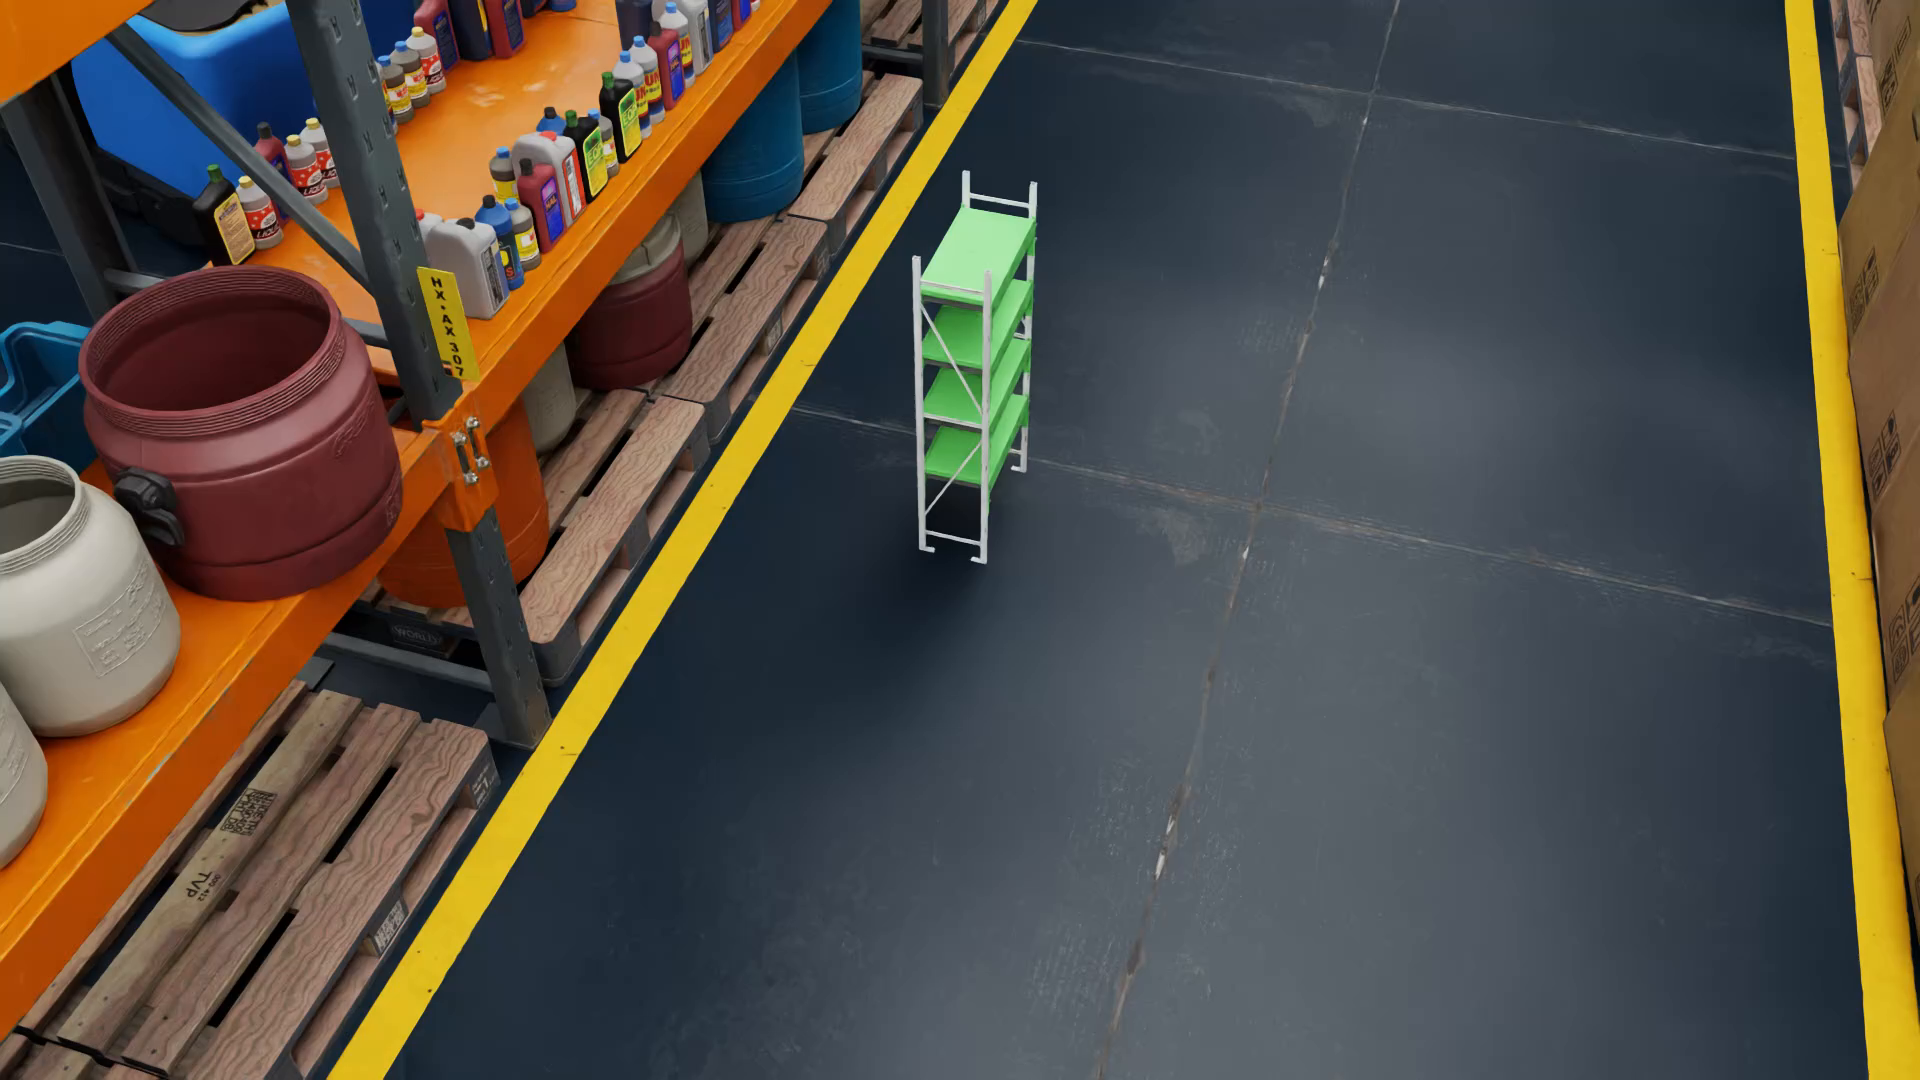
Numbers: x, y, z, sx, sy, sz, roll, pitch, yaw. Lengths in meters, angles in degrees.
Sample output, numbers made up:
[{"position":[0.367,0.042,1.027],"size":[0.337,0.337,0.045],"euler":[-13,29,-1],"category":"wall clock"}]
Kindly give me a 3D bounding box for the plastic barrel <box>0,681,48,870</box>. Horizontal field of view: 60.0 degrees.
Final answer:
[{"position":[-1.995,0.401,3.116],"size":[0.421,0.512,0.421],"euler":[0,44,0],"category":"plastic barrel"}]

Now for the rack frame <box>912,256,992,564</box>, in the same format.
[{"position":[-0.024,-0.377,5.277],"size":[0.240,1.200,0.015],"euler":[13,46,12],"category":"rack frame"}]

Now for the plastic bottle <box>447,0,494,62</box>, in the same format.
[{"position":[-1.609,-1.772,5.452],"size":[0.144,0.351,0.185],"euler":[13,46,13],"category":"plastic bottle"}]

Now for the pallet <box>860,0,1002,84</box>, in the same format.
[{"position":[-0.362,-2.739,8.398],"size":[1.003,0.211,1.213],"euler":[13,46,13],"category":"pallet"}]

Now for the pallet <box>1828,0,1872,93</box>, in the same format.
[{"position":[4.845,-2.498,8.151],"size":[1.003,0.211,1.213],"euler":[13,46,12],"category":"pallet"}]

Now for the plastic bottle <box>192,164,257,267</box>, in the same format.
[{"position":[-2.043,-0.889,4.597],"size":[0.061,0.283,0.133],"euler":[13,46,13],"category":"plastic bottle"}]

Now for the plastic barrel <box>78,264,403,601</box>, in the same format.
[{"position":[-1.611,-0.246,3.759],"size":[0.600,0.536,0.708],"euler":[13,46,13],"category":"plastic barrel"}]

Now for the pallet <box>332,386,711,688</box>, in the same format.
[{"position":[-1.560,-0.109,5.710],"size":[1.003,0.211,1.213],"euler":[13,46,13],"category":"pallet"}]

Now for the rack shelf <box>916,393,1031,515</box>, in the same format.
[{"position":[0.050,-0.322,5.656],"size":[0.258,0.148,0.480],"euler":[13,46,12],"category":"rack shelf"}]

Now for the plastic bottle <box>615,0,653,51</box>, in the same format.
[{"position":[-1.034,-1.746,5.425],"size":[0.144,0.351,0.185],"euler":[13,46,13],"category":"plastic bottle"}]

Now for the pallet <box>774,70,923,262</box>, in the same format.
[{"position":[-0.821,-1.735,7.372],"size":[1.003,0.211,1.213],"euler":[13,46,13],"category":"pallet"}]

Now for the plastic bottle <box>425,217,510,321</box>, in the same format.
[{"position":[-1.320,-0.747,4.457],"size":[0.152,0.276,0.135],"euler":[13,46,13],"category":"plastic bottle"}]

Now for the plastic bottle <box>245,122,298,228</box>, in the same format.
[{"position":[-1.974,-1.043,4.755],"size":[0.061,0.283,0.133],"euler":[13,46,13],"category":"plastic bottle"}]

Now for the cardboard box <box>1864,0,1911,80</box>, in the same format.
[{"position":[4.721,-2.602,7.483],"size":[0.875,0.875,0.875],"euler":[13,46,13],"category":"cardboard box"}]

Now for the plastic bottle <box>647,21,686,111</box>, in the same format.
[{"position":[-0.927,-1.510,5.232],"size":[0.061,0.283,0.133],"euler":[13,46,13],"category":"plastic bottle"}]

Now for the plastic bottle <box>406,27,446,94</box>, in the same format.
[{"position":[-1.715,-1.541,5.322],"size":[0.097,0.201,0.097],"euler":[0,44,0],"category":"plastic bottle"}]

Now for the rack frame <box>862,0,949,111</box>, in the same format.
[{"position":[-0.548,-3.237,6.913],"size":[1.000,3.000,0.127],"euler":[13,46,13],"category":"rack frame"}]

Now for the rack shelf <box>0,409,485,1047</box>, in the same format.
[{"position":[-2.365,1.019,3.078],"size":[1.077,0.370,4.000],"euler":[13,46,13],"category":"rack shelf"}]

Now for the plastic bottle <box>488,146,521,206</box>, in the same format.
[{"position":[-1.305,-1.042,4.812],"size":[0.097,0.201,0.097],"euler":[0,44,0],"category":"plastic bottle"}]

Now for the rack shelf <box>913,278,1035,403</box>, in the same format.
[{"position":[0.050,-0.665,5.320],"size":[0.258,0.148,0.480],"euler":[13,46,12],"category":"rack shelf"}]

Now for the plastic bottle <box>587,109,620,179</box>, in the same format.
[{"position":[-1.079,-1.189,4.962],"size":[0.097,0.201,0.097],"euler":[0,44,0],"category":"plastic bottle"}]

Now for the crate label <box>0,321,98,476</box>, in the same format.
[{"position":[-2.244,-0.310,4.041],"size":[0.303,0.233,0.416],"euler":[13,46,13],"category":"crate label"}]

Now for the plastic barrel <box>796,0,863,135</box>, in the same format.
[{"position":[-0.729,-2.278,7.134],"size":[0.600,0.901,0.708],"euler":[13,46,13],"category":"plastic barrel"}]

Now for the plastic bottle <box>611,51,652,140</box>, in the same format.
[{"position":[-1.009,-1.368,5.095],"size":[0.097,0.271,0.097],"euler":[0,44,0],"category":"plastic bottle"}]

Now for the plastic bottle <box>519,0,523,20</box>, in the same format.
[{"position":[-1.543,-1.850,5.580],"size":[0.061,0.283,0.133],"euler":[13,46,13],"category":"plastic bottle"}]

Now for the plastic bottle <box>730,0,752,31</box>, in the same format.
[{"position":[-0.760,-1.876,5.606],"size":[0.061,0.283,0.133],"euler":[13,46,13],"category":"plastic bottle"}]

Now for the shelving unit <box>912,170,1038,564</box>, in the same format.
[{"position":[0.050,-0.539,5.443],"size":[0.258,1.200,0.503],"euler":[13,46,12],"category":"shelving unit"}]

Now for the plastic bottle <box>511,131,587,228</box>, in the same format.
[{"position":[-1.180,-1.055,4.772],"size":[0.152,0.276,0.135],"euler":[13,46,13],"category":"plastic bottle"}]

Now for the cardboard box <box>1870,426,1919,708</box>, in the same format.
[{"position":[3.467,0.039,4.784],"size":[1.225,0.875,0.875],"euler":[13,46,13],"category":"cardboard box"}]

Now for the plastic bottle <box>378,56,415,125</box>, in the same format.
[{"position":[-1.774,-1.411,5.189],"size":[0.097,0.201,0.097],"euler":[0,44,0],"category":"plastic bottle"}]

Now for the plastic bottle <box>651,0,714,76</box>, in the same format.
[{"position":[-0.900,-1.671,5.402],"size":[0.152,0.276,0.135],"euler":[13,46,13],"category":"plastic bottle"}]

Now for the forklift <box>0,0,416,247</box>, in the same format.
[{"position":[-3.687,-2.957,6.676],"size":[3.031,2.935,1.130],"euler":[27,51,25],"category":"forklift"}]

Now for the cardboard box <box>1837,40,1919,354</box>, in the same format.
[{"position":[3.998,-1.148,5.997],"size":[1.225,0.875,0.875],"euler":[13,46,13],"category":"cardboard box"}]

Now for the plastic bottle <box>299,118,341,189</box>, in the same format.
[{"position":[-1.892,-1.152,4.924],"size":[0.097,0.201,0.097],"euler":[0,44,0],"category":"plastic bottle"}]

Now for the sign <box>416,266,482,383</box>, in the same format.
[{"position":[-1.233,-0.517,4.017],"size":[0.100,0.325,0.005],"euler":[13,46,13],"category":"sign"}]

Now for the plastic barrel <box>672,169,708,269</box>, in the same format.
[{"position":[-1.200,-1.310,6.422],"size":[0.421,0.512,0.421],"euler":[0,44,0],"category":"plastic barrel"}]

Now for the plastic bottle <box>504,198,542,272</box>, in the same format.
[{"position":[-1.230,-0.856,4.622],"size":[0.097,0.201,0.097],"euler":[0,44,0],"category":"plastic bottle"}]

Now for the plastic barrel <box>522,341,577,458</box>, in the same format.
[{"position":[-1.542,-0.557,5.653],"size":[0.421,0.512,0.421],"euler":[0,44,0],"category":"plastic barrel"}]
